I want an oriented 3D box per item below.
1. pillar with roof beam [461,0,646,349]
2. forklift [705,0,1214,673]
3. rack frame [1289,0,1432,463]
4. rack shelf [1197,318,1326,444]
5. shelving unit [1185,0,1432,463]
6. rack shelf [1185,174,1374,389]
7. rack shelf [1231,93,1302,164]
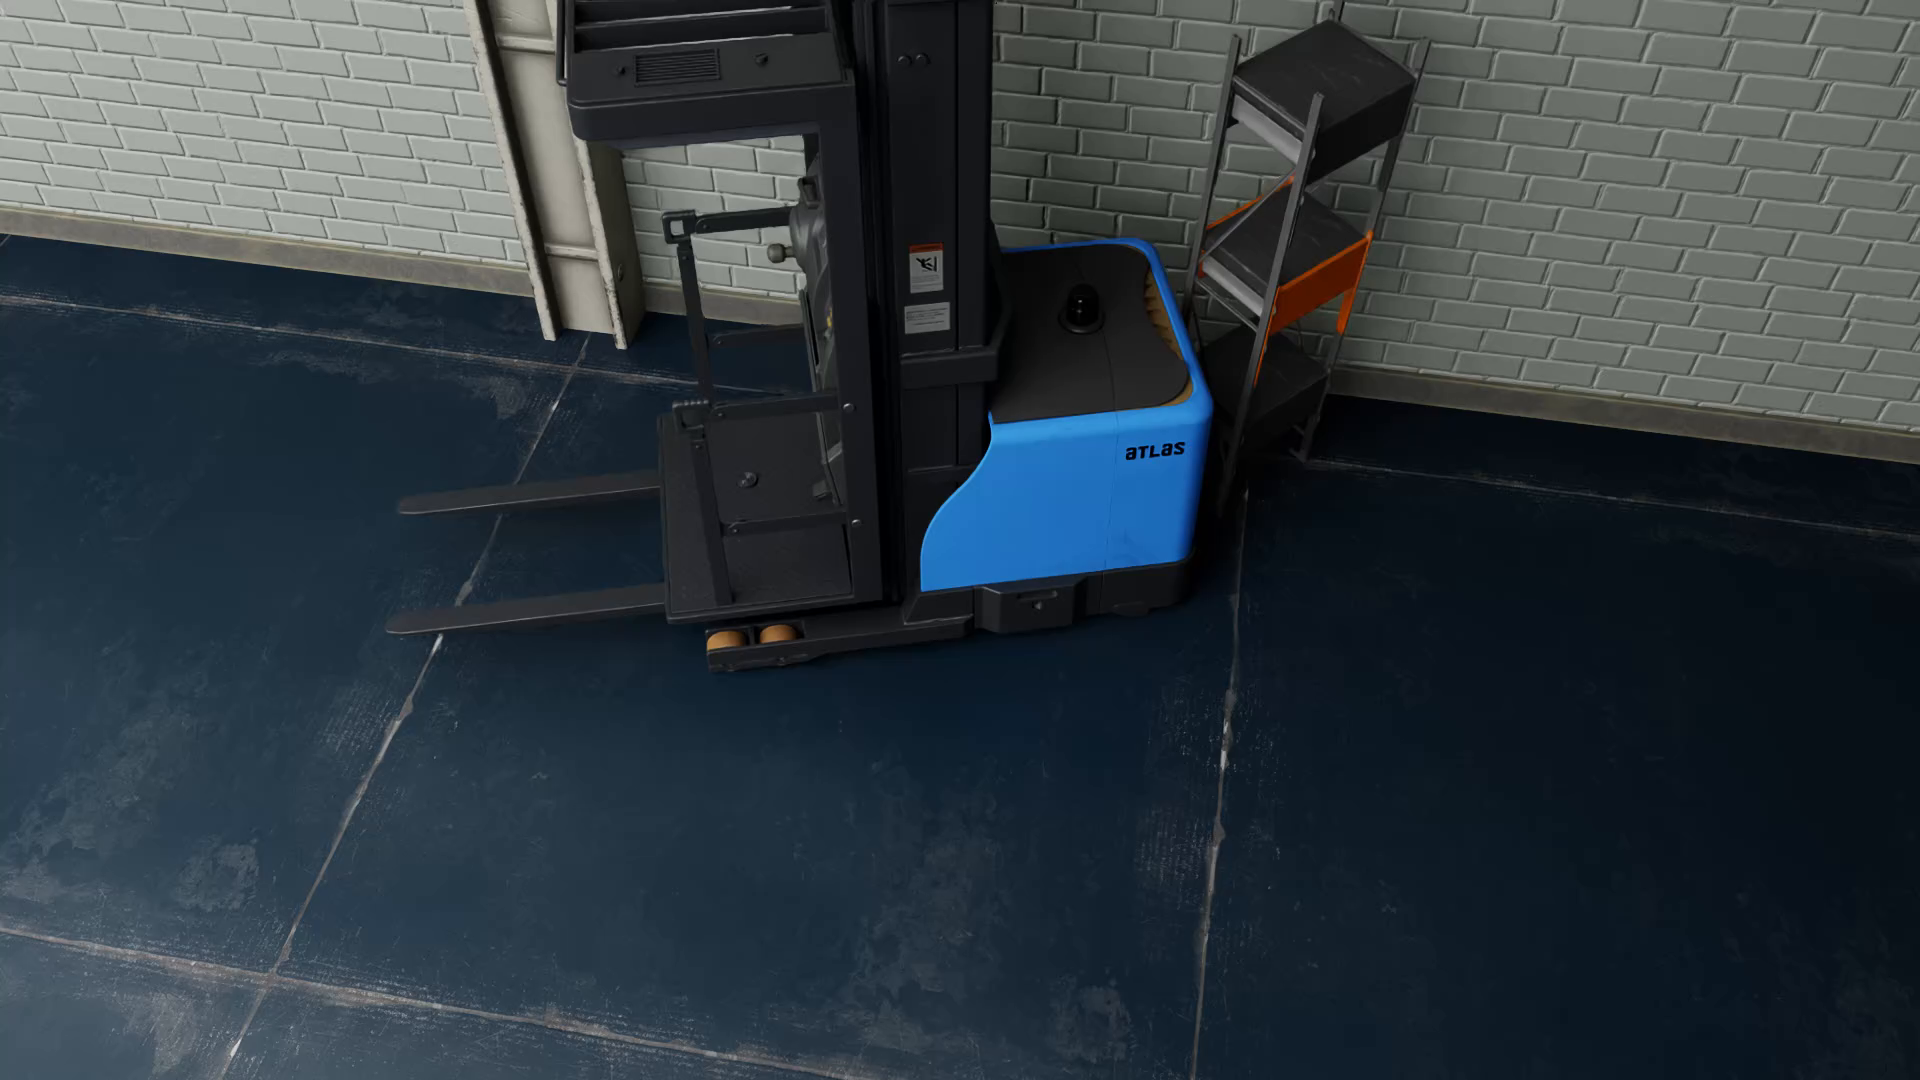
[{"bbox_3d":[-2.431,-0.854,1.439,0.400,9.000,9.100,8,49,7],"label":"pillar with roof beam"},{"bbox_3d":[-0.668,-0.906,5.566,3.031,2.935,1.130,-6,48,-6],"label":"forklift"},{"bbox_3d":[1.354,-1.088,6.248,0.015,2.100,0.400,-31,60,-23],"label":"rack frame"},{"bbox_3d":[1.147,-0.622,6.612,0.457,0.174,0.368,-31,60,-23],"label":"rack shelf"},{"bbox_3d":[1.167,-0.974,6.155,0.492,2.100,0.431,-31,60,-23],"label":"shelving unit"},{"bbox_3d":[1.162,-0.963,6.164,0.480,0.518,0.431,-31,60,-23],"label":"rack shelf"},{"bbox_3d":[1.183,-1.447,5.527,0.442,0.100,0.332,-31,60,-23],"label":"rack shelf"}]
